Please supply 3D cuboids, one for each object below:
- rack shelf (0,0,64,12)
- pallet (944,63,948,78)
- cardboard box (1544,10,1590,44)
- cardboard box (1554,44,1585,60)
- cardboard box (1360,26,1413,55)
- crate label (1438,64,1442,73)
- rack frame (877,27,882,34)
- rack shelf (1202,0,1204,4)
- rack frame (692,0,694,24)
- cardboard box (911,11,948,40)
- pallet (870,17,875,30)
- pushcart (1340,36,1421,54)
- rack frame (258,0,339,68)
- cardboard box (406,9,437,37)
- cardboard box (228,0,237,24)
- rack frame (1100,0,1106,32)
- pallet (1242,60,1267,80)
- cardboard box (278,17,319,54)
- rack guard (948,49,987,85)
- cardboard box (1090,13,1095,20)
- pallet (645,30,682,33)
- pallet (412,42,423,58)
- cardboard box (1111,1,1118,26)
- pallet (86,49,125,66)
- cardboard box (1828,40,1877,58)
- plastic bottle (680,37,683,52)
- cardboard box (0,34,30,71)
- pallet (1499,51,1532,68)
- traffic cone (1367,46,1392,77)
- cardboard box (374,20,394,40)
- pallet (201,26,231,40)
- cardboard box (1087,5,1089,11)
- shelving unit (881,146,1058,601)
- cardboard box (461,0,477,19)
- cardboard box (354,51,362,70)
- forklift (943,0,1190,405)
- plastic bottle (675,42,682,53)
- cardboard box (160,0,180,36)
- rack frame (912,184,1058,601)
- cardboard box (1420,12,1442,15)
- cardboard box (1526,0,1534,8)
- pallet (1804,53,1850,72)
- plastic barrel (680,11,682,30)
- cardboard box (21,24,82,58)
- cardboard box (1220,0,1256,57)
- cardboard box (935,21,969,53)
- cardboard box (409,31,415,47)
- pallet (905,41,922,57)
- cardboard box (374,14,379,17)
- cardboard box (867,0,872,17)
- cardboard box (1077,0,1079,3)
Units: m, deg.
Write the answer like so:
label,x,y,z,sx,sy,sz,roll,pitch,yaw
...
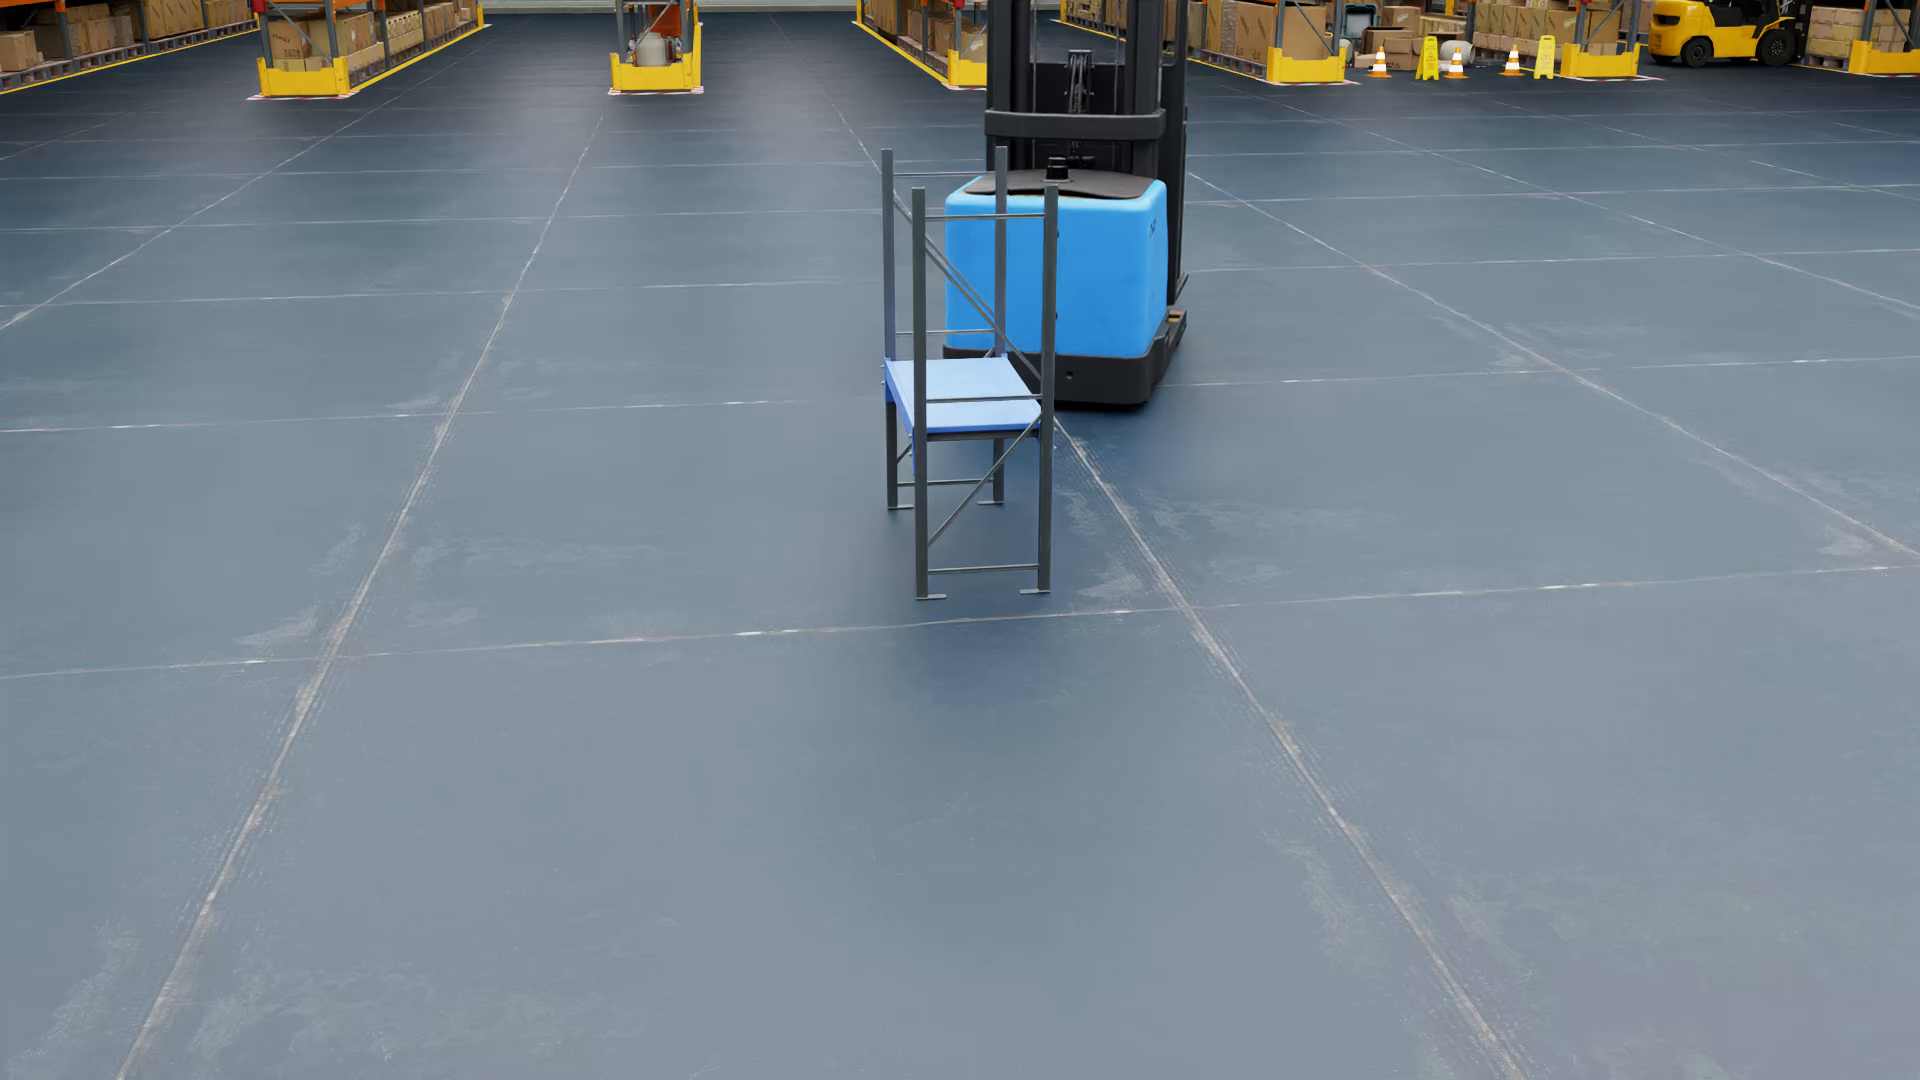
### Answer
label,x,y,z,sx,sy,sz,roll,pitch,yaw
rack shelf,-14.572,-7.921,24.664,1.077,0.370,4.000,-3,21,-8
pallet,0.328,-7.318,26.007,1.003,0.211,1.213,-3,21,-8
cardboard box,9.854,-8.339,27.013,0.500,0.500,0.500,-3,21,-7
cardboard box,9.841,-7.998,27.172,0.500,0.250,0.500,-3,21,-8
cardboard box,7.326,-8.513,28.595,0.797,0.637,0.503,-3,21,-8
crate label,7.665,-7.653,27.010,0.250,0.136,0.298,-15,25,-35
rack frame,-1.309,-12.470,35.815,1.000,3.000,0.127,-3,21,-8
rack shelf,4.479,-10.270,30.955,1.077,0.370,4.000,-3,21,-8
rack frame,-6.787,-13.605,38.854,1.000,3.000,0.127,-3,21,-8
cardboard box,-0.523,-9.697,31.337,0.700,0.500,0.500,-5,21,-12
pallet,-1.520,-11.854,38.152,1.003,0.211,1.213,-3,21,-8
pushcart,7.402,-8.839,29.842,1.648,0.377,0.936,-11,23,-26
rack frame,-9.383,-7.816,23.357,1.000,3.000,0.127,-3,21,-8
cardboard box,-10.400,-9.974,32.078,0.500,0.500,0.500,-4,21,-10
cardboard box,-16.245,-11.546,36.315,0.700,0.500,0.500,-4,21,-10
rack frame,3.614,-12.685,36.391,1.000,3.000,0.127,-3,21,-8
pallet,5.151,-7.496,26.486,1.003,0.211,1.213,-3,21,-8
cardboard box,-9.913,-7.592,25.015,0.500,0.500,0.500,-3,21,-8
rack guard,0.410,-7.170,25.199,1.175,0.500,0.348,-3,21,-8
cardboard box,3.163,-11.847,37.623,0.380,0.149,0.250,-4,21,-10
pallet,-5.961,-10.221,33.780,1.003,0.211,1.213,-3,21,-8
pallet,-10.456,-8.993,30.492,1.003,0.211,1.213,-3,21,-8
cardboard box,3.536,-11.258,35.544,0.500,0.500,0.500,-2,21,-5
pallet,-15.153,-8.337,28.735,1.003,0.211,1.213,-3,21,-8
cardboard box,14.758,-8.122,27.504,0.500,0.250,0.500,-3,21,-7
plastic bottle,-4.661,-8.234,27.727,0.061,0.283,0.133,-2,21,-5
cardboard box,-14.433,-7.298,24.914,0.700,0.500,0.500,-4,21,-11
pallet,9.962,-8.239,28.474,1.003,0.211,1.213,-3,21,-8
traffic cone,6.672,-7.597,26.395,0.336,0.463,0.334,-3,21,-8
cardboard box,-9.772,-8.528,27.791,0.500,0.311,0.500,-3,21,-8
pallet,-16.046,-10.681,35.012,1.003,0.211,1.213,-3,21,-8
cardboard box,3.133,-12.236,38.239,0.380,0.149,0.250,-4,21,-10
shelving unit,0.012,-0.673,6.375,0.538,1.500,1.048,-3,21,-8
cardboard box,-11.367,-12.215,38.079,0.500,0.500,0.500,-3,21,-8
cardboard box,-9.387,-7.268,25.218,0.500,0.250,0.500,-3,21,-8
forklift,0.741,-2.533,9.309,1.130,2.935,3.031,5,21,12
plastic bottle,-4.526,-7.860,26.744,0.097,0.271,0.097,0,20,0
cardboard box,-15.533,-10.090,31.915,0.750,0.750,0.750,-3,21,-8
rack frame,0.086,-0.497,5.903,0.500,1.500,0.032,-3,21,-8
cardboard box,9.146,-10.354,33.307,0.950,0.372,0.625,-4,21,-11
cardboard box,9.665,-8.945,27.709,0.380,0.149,0.250,-2,21,-5
pallet,14.987,-8.023,27.894,1.003,0.211,1.213,-3,21,-8
plastic barrel,-5.884,-10.461,33.285,0.600,0.588,0.708,-3,21,-8
cardboard box,-14.983,-8.239,27.433,0.700,0.500,0.500,-2,21,-6
cardboard box,4.922,-8.583,27.846,0.875,0.875,0.875,-3,21,-7
cardboard box,-0.138,-8.585,28.387,0.500,0.500,0.500,-4,21,-9
cardboard box,-10.071,-8.972,29.782,0.500,0.250,0.500,-2,21,-7
pallet,-0.449,-9.086,30.742,1.003,0.211,1.213,-3,21,-8
cardboard box,-10.596,-9.203,29.598,0.500,0.311,0.500,-3,21,-9
cardboard box,-1.714,-12.838,39.239,0.875,0.875,0.875,-3,21,-8
cardboard box,2.962,-12.746,39.180,0.380,0.149,0.250,-4,21,-10
